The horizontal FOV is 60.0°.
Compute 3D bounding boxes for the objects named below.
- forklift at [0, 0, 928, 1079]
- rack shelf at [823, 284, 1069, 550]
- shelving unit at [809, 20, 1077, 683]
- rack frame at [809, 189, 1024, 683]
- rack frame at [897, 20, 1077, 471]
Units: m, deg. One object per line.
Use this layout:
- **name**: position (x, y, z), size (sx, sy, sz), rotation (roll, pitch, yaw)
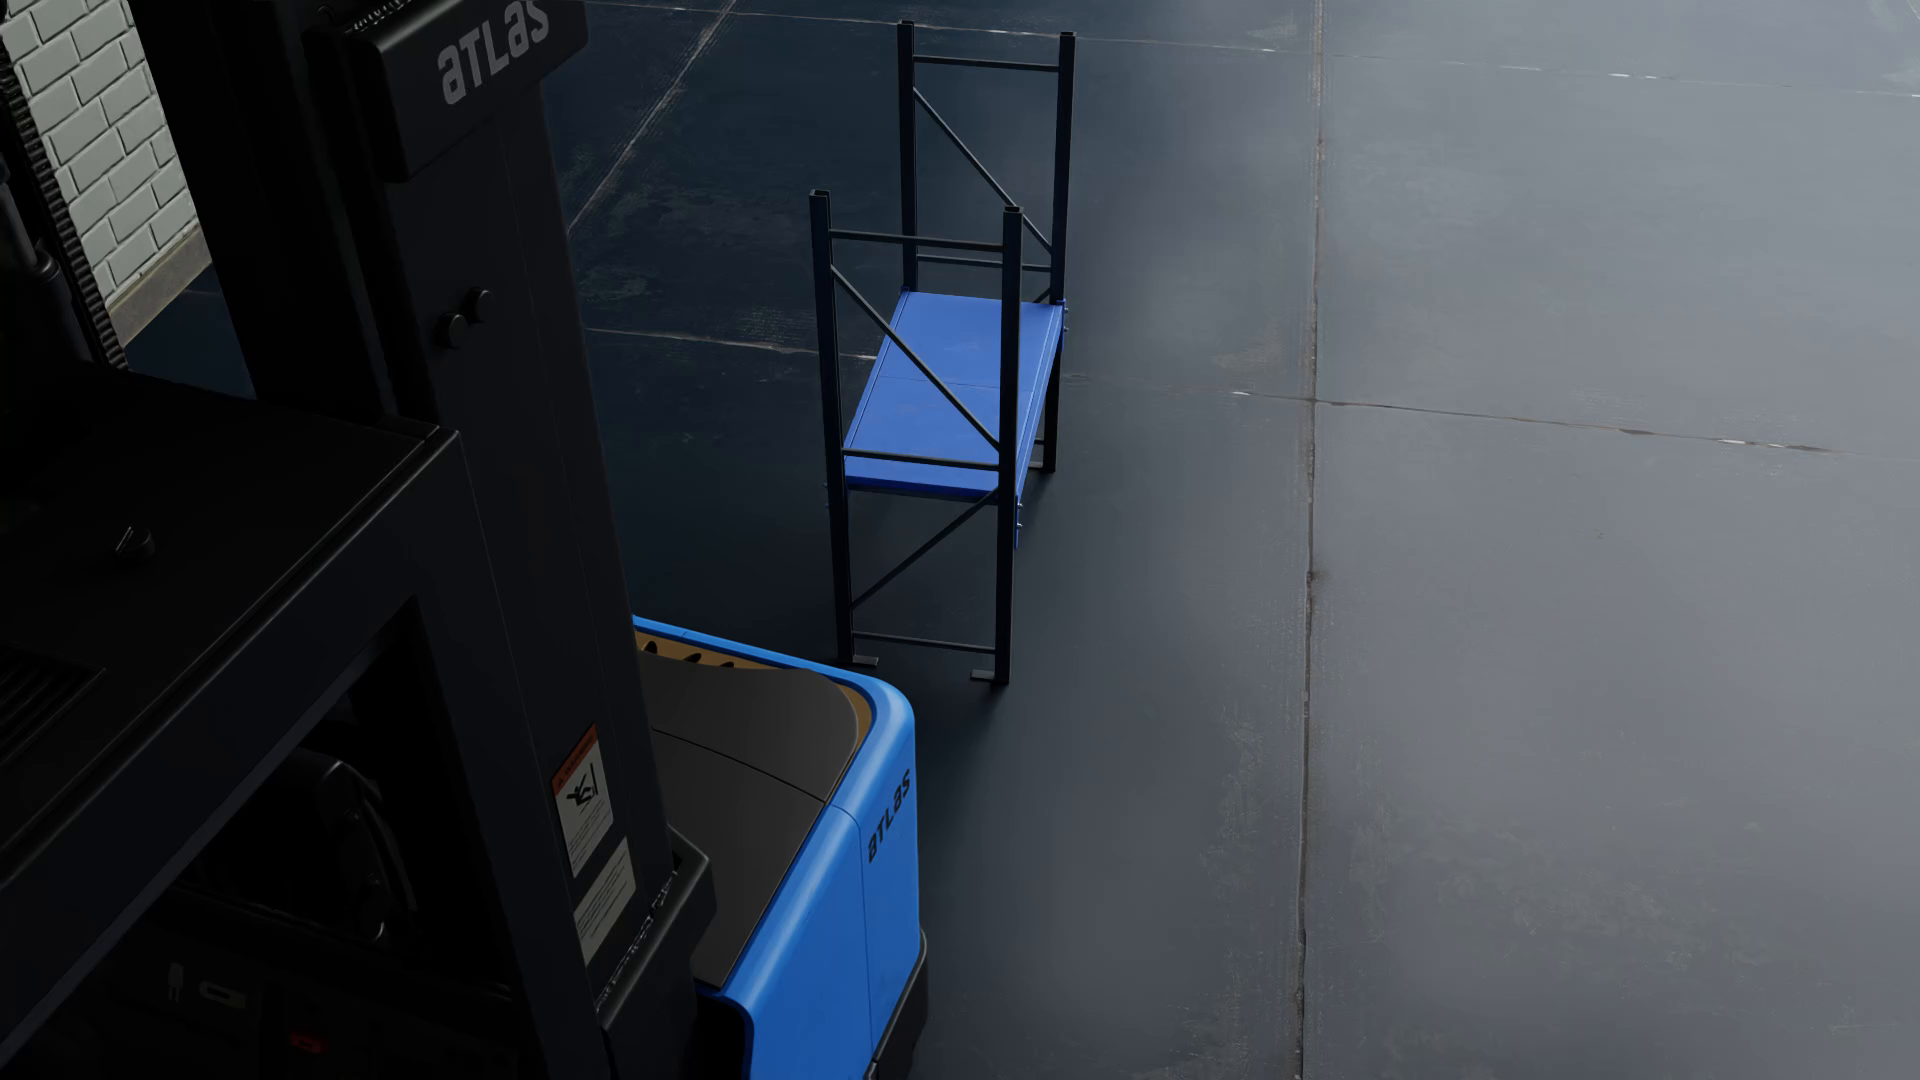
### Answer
- **forklift**: position (-1.053, 0.760, 2.030), size (1.130, 2.935, 3.031), rotation (13, 41, 15)
- **rack shelf**: position (-0.015, -0.386, 4.822), size (0.538, 0.185, 1.000), rotation (6, 40, 8)
- **shelving unit**: position (-0.015, -0.524, 4.707), size (0.538, 1.500, 1.048), rotation (6, 40, 8)
- **rack frame**: position (-0.103, -0.205, 4.321), size (0.500, 1.500, 0.032), rotation (6, 40, 8)
- **rack frame**: position (0.073, -0.844, 5.093), size (0.500, 1.500, 0.032), rotation (6, 40, 8)
